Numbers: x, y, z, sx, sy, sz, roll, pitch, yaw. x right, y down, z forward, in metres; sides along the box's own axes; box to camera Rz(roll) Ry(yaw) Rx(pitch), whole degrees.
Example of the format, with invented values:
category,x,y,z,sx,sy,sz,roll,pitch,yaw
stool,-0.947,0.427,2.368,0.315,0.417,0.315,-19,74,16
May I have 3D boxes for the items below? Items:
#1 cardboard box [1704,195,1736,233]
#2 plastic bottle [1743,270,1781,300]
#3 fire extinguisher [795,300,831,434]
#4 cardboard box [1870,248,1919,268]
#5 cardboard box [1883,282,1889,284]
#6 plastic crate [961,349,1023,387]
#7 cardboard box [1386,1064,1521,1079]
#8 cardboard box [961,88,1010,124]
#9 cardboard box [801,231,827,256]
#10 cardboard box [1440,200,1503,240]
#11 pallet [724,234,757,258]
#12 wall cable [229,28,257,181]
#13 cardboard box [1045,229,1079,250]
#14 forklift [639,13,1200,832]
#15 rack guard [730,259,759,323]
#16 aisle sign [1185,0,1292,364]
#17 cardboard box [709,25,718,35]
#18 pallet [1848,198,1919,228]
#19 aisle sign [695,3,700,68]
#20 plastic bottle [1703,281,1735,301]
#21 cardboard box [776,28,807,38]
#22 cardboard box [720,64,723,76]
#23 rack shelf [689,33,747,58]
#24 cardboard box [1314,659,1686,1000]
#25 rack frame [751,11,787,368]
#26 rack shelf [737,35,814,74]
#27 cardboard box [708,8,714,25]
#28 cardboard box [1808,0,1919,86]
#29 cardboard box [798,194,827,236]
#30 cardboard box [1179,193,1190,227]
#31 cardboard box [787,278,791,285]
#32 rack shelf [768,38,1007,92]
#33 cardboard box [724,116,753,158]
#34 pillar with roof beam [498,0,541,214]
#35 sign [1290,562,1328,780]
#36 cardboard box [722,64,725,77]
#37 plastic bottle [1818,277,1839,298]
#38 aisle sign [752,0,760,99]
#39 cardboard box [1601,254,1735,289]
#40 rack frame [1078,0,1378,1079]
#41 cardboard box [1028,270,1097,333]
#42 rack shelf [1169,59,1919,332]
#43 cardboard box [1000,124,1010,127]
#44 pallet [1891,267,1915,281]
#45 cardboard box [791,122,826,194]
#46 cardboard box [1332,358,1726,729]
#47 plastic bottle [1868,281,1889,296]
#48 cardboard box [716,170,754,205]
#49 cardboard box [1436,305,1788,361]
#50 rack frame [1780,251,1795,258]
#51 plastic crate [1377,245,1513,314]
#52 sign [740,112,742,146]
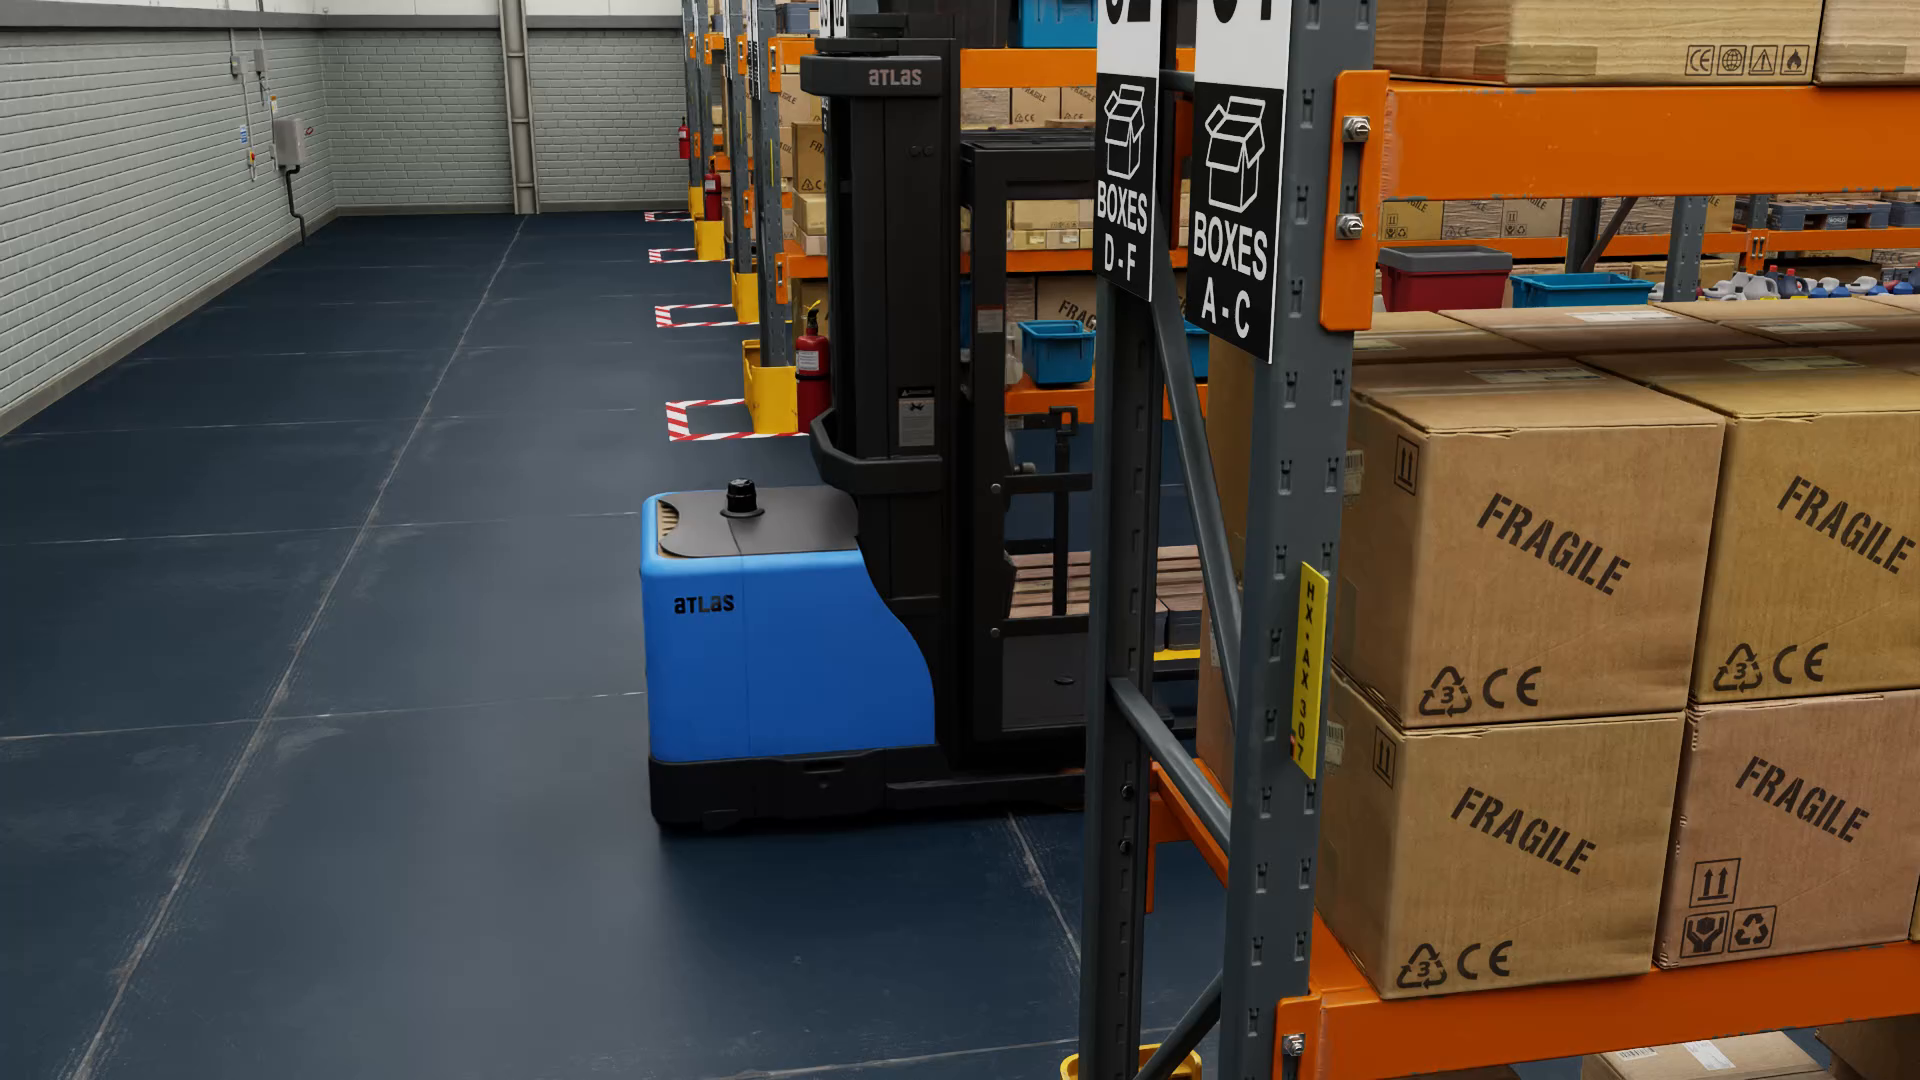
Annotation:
category,x,y,z,sx,sy,sz,roll,pitch,yaw
cardboard box,5.976,-2.791,13.620,0.500,0.500,0.500,-3,17,-9
plastic bottle,4.293,-1.272,8.929,0.185,0.351,0.144,-3,17,-10
fire extinguisher,-0.736,-0.876,8.323,0.183,0.674,0.296,-3,17,-10
cardboard box,11.014,-3.752,19.822,0.875,0.875,0.875,-3,17,-10
cardboard box,8.165,-1.969,14.621,0.500,0.500,0.700,-2,17,-6
plastic crate,0.134,-0.784,7.604,0.298,0.136,0.250,-3,17,-10
cardboard box,0.921,1.343,3.840,0.500,0.500,0.500,-3,17,-10
cardboard box,0.222,-4.564,17.183,0.500,0.500,0.500,-3,17,-9
cardboard box,-1.030,-2.201,12.298,0.250,0.149,0.380,-3,17,-10
cardboard box,3.970,-2.677,13.248,0.500,0.500,0.500,-4,17,-12
pallet,-2.551,-3.988,22.435,1.213,0.211,1.003,-3,17,-10
wall cable,-8.853,-5.433,20.609,0.123,1.953,0.585,-3,17,-10
cardboard box,0.737,-2.302,12.627,0.250,0.149,0.380,-3,17,-10
forklift,0.262,-0.507,6.470,3.031,2.935,1.130,-3,17,-10
rack guard,-2.208,-2.642,17.561,0.348,0.500,1.175,-3,17,-10
aisle sign,0.423,-0.695,2.538,0.004,0.787,0.394,-3,17,-10
cardboard box,-3.909,-7.949,25.901,0.250,0.149,0.380,-3,17,-9
pallet,8.349,-2.873,14.383,1.213,0.211,1.003,-3,17,-10
aisle sign,-3.337,-6.409,21.140,0.004,0.787,0.394,-3,17,-10
plastic bottle,4.110,-1.268,9.042,0.135,0.276,0.152,-3,17,-10
cardboard box,-1.794,-5.146,16.603,0.500,0.250,0.500,-3,17,-8
cardboard box,-3.007,-6.167,21.804,0.250,0.149,0.380,-3,17,-10
rack shelf,-2.303,-7.886,26.493,4.000,0.370,1.077,-3,17,-10
cardboard box,0.920,0.463,3.026,0.500,0.500,0.500,-3,17,-9
rack frame,-1.441,-2.397,12.506,0.127,3.000,1.000,-3,17,-10
rack shelf,-0.319,-5.034,17.208,4.000,0.370,1.077,-3,17,-10
cardboard box,-3.779,-8.135,25.827,0.500,0.250,0.500,-3,17,-11
cardboard box,1.480,-0.882,2.722,0.500,0.250,0.500,-3,17,-10
cardboard box,-0.919,-2.416,12.318,0.500,0.250,0.500,-4,17,-12
cardboard box,1.595,-2.560,12.787,0.500,0.250,0.500,-3,17,-9
cardboard box,-1.720,-2.768,17.347,0.250,0.149,0.380,-3,17,-8
rack shelf,0.522,-3.598,12.534,4.000,0.370,1.077,-3,17,-10
cardboard box,-2.795,-5.245,21.610,0.500,0.500,0.500,-3,17,-11
pillar with roof beam,-6.268,-8.421,21.901,0.400,9.000,9.100,-3,17,-10
sign,0.537,0.202,2.571,0.005,0.325,0.100,-3,17,-10
cardboard box,-2.920,-6.029,21.355,0.250,0.149,0.380,-3,17,-9
plastic bottle,4.737,-1.303,9.158,0.135,0.276,0.152,-3,17,-10
aisle sign,-1.455,-3.549,11.830,0.004,0.787,0.394,-3,17,-10
cardboard box,5.732,-1.995,14.102,0.875,0.875,1.225,-4,18,-13
rack frame,0.435,0.460,3.205,0.053,2.616,0.949,-3,17,-10
cardboard box,0.939,-1.741,13.274,0.875,0.875,0.875,-3,17,-10
rack shelf,2.398,-0.742,3.236,4.000,0.370,1.077,-3,17,-10
cardboard box,0.224,-4.081,17.312,0.500,0.500,0.500,-3,17,-11
pallet,11.461,-3.256,20.054,1.213,0.211,1.003,-3,17,-10
cardboard box,-1.013,-2.929,12.709,0.500,0.500,0.500,-3,17,-10
cardboard box,0.920,-0.015,2.879,0.500,0.500,0.500,-3,17,-9
plastic bottle,5.007,-1.279,9.087,0.097,0.271,0.097,0,17,0
cardboard box,-3.648,-5.698,26.792,0.637,0.503,0.797,-4,18,-13
cardboard box,1.315,-0.199,3.477,0.500,0.500,0.500,-3,17,-9
rack frame,9.499,-4.501,19.356,0.127,3.000,1.000,-3,17,-10
plastic crate,2.501,-1.274,8.638,0.583,0.464,0.402,-3,17,-10
sign,-2.180,-4.090,16.543,0.005,0.325,0.100,-3,17,-10
